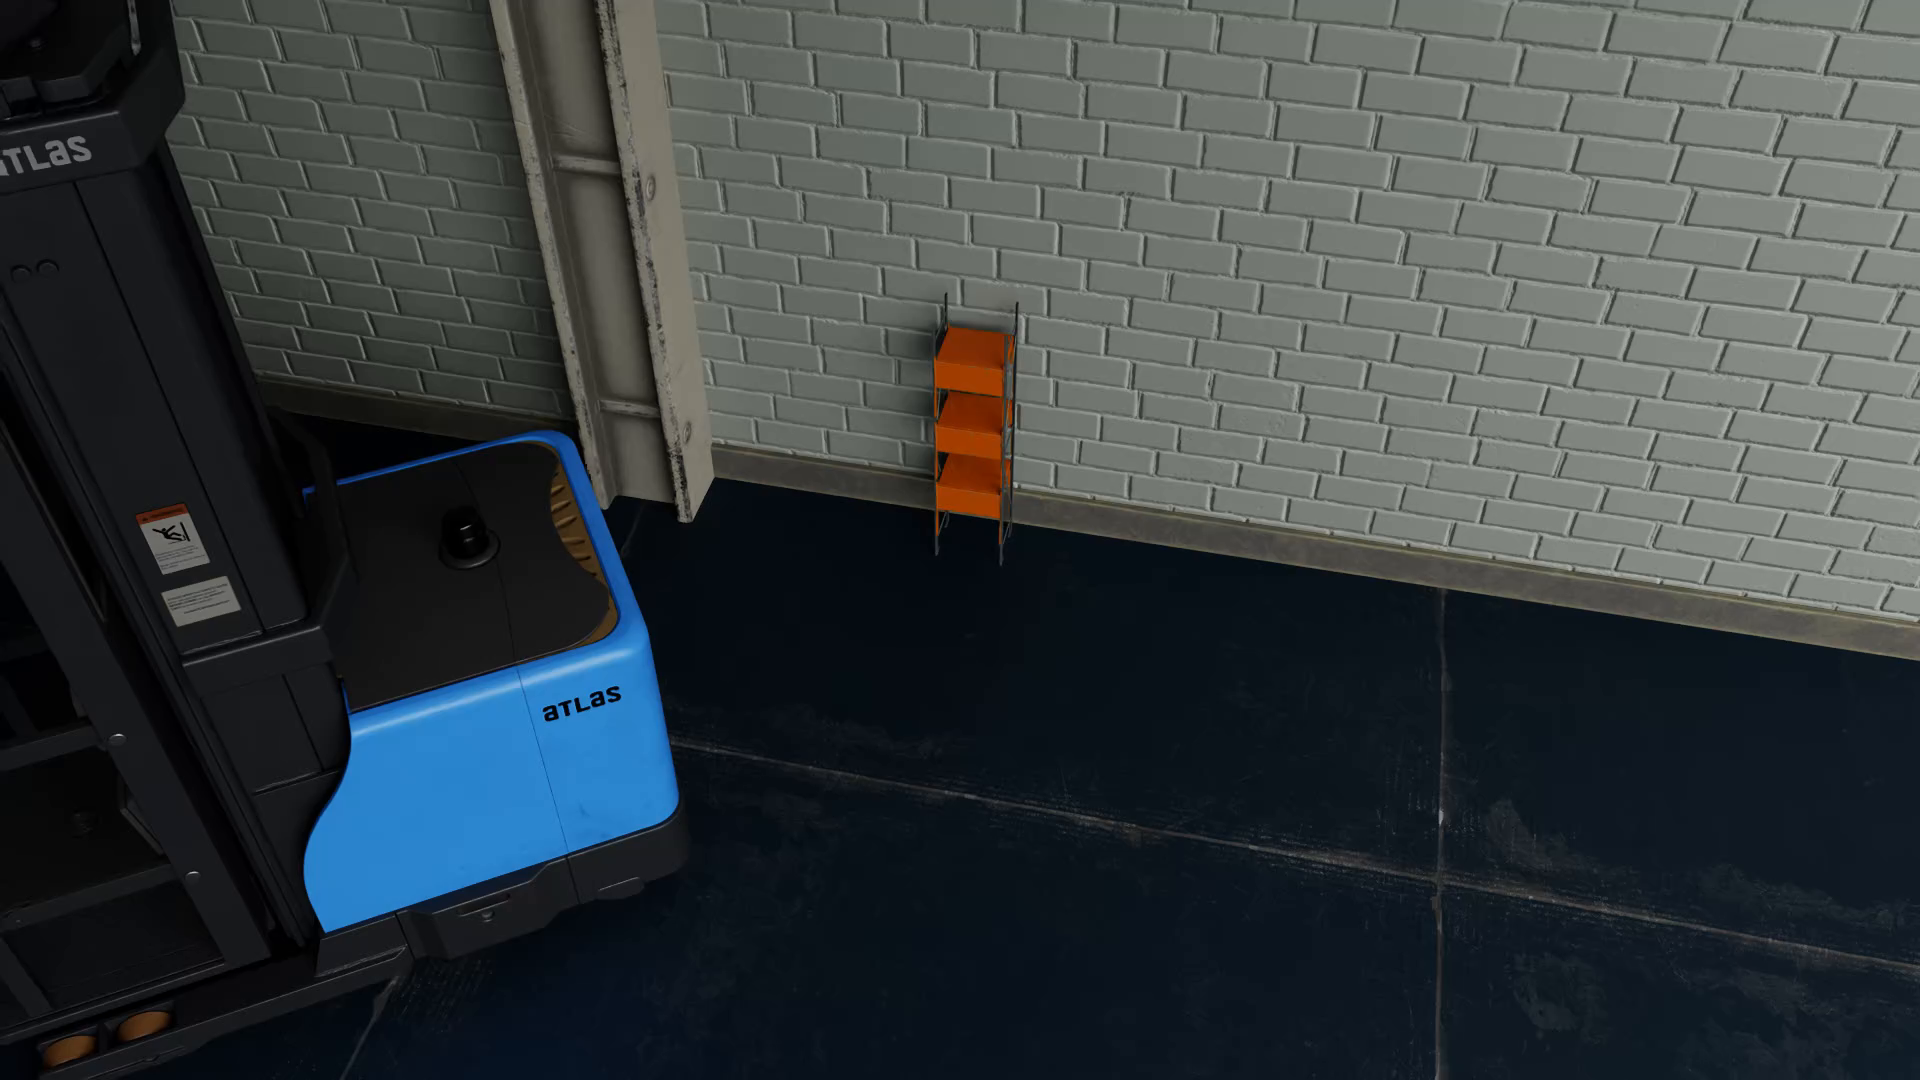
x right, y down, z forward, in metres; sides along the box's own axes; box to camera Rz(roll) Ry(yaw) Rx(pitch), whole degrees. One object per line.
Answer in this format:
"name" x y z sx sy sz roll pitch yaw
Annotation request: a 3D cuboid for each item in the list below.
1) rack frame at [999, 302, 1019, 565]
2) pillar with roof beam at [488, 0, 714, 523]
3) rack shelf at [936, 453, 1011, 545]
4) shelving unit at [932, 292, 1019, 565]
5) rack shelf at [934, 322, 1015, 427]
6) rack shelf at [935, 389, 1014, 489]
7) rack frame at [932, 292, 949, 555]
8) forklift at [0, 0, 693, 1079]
"rack frame" 0.171 -0.352 5.858 0.008 1.050 0.200 9 45 9
"pillar with roof beam" -2.122 -0.527 0.309 0.400 9.000 9.100 9 45 9
"rack shelf" 0.052 -0.162 6.078 0.240 0.259 0.215 9 45 9
"shelving unit" 0.052 -0.370 5.877 0.252 1.050 0.215 9 45 9
"rack shelf" 0.052 -0.567 5.688 0.240 0.259 0.215 9 45 9
"rack shelf" 0.052 -0.363 5.885 0.240 0.259 0.215 9 45 9
"rack frame" -0.067 -0.389 5.897 0.008 1.050 0.200 9 45 9
"forklift" -2.395 0.065 4.069 3.031 2.935 1.130 -16 46 -16
